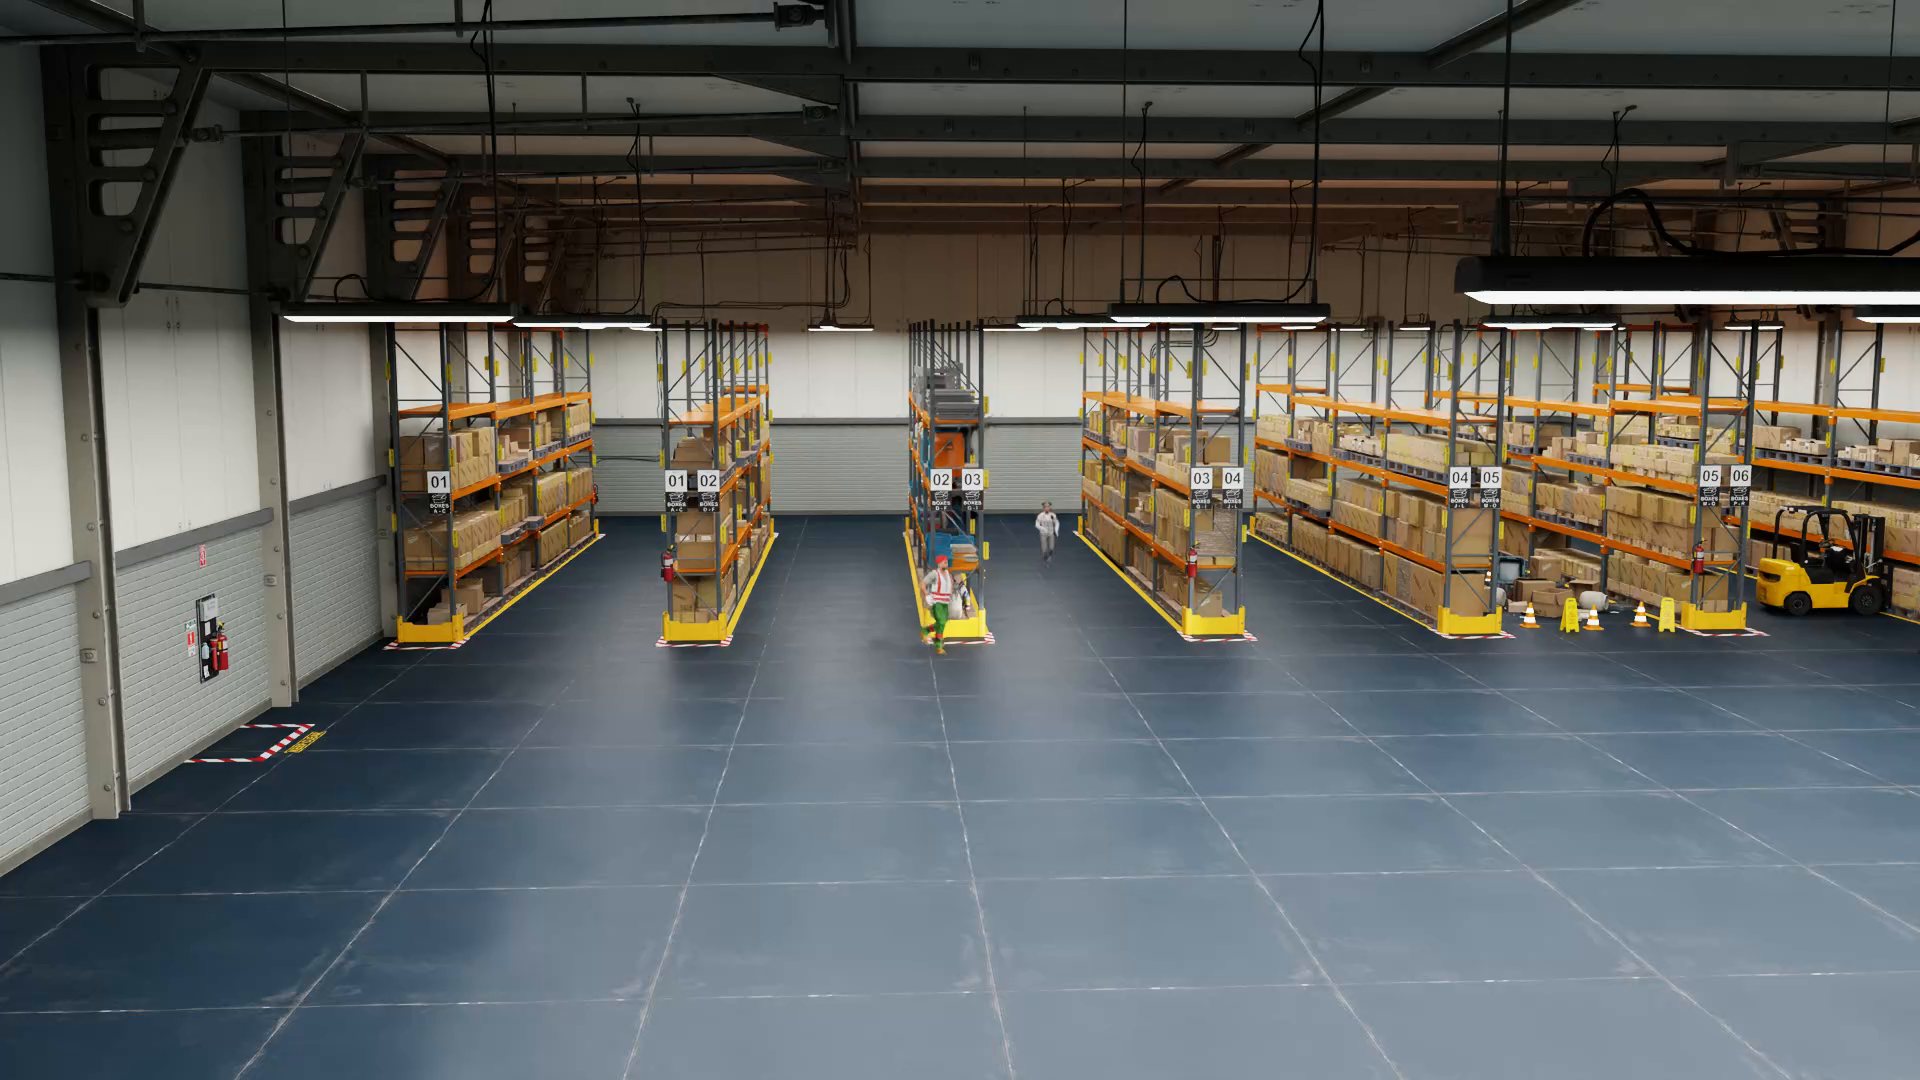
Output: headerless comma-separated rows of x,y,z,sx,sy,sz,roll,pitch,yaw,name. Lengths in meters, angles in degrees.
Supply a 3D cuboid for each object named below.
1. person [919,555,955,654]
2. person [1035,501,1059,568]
-0.409,1.157,30.211,0.776,1.777,0.712,7,10,44,person
2.151,-0.126,40.756,0.605,1.659,0.538,0,7,-3,person
